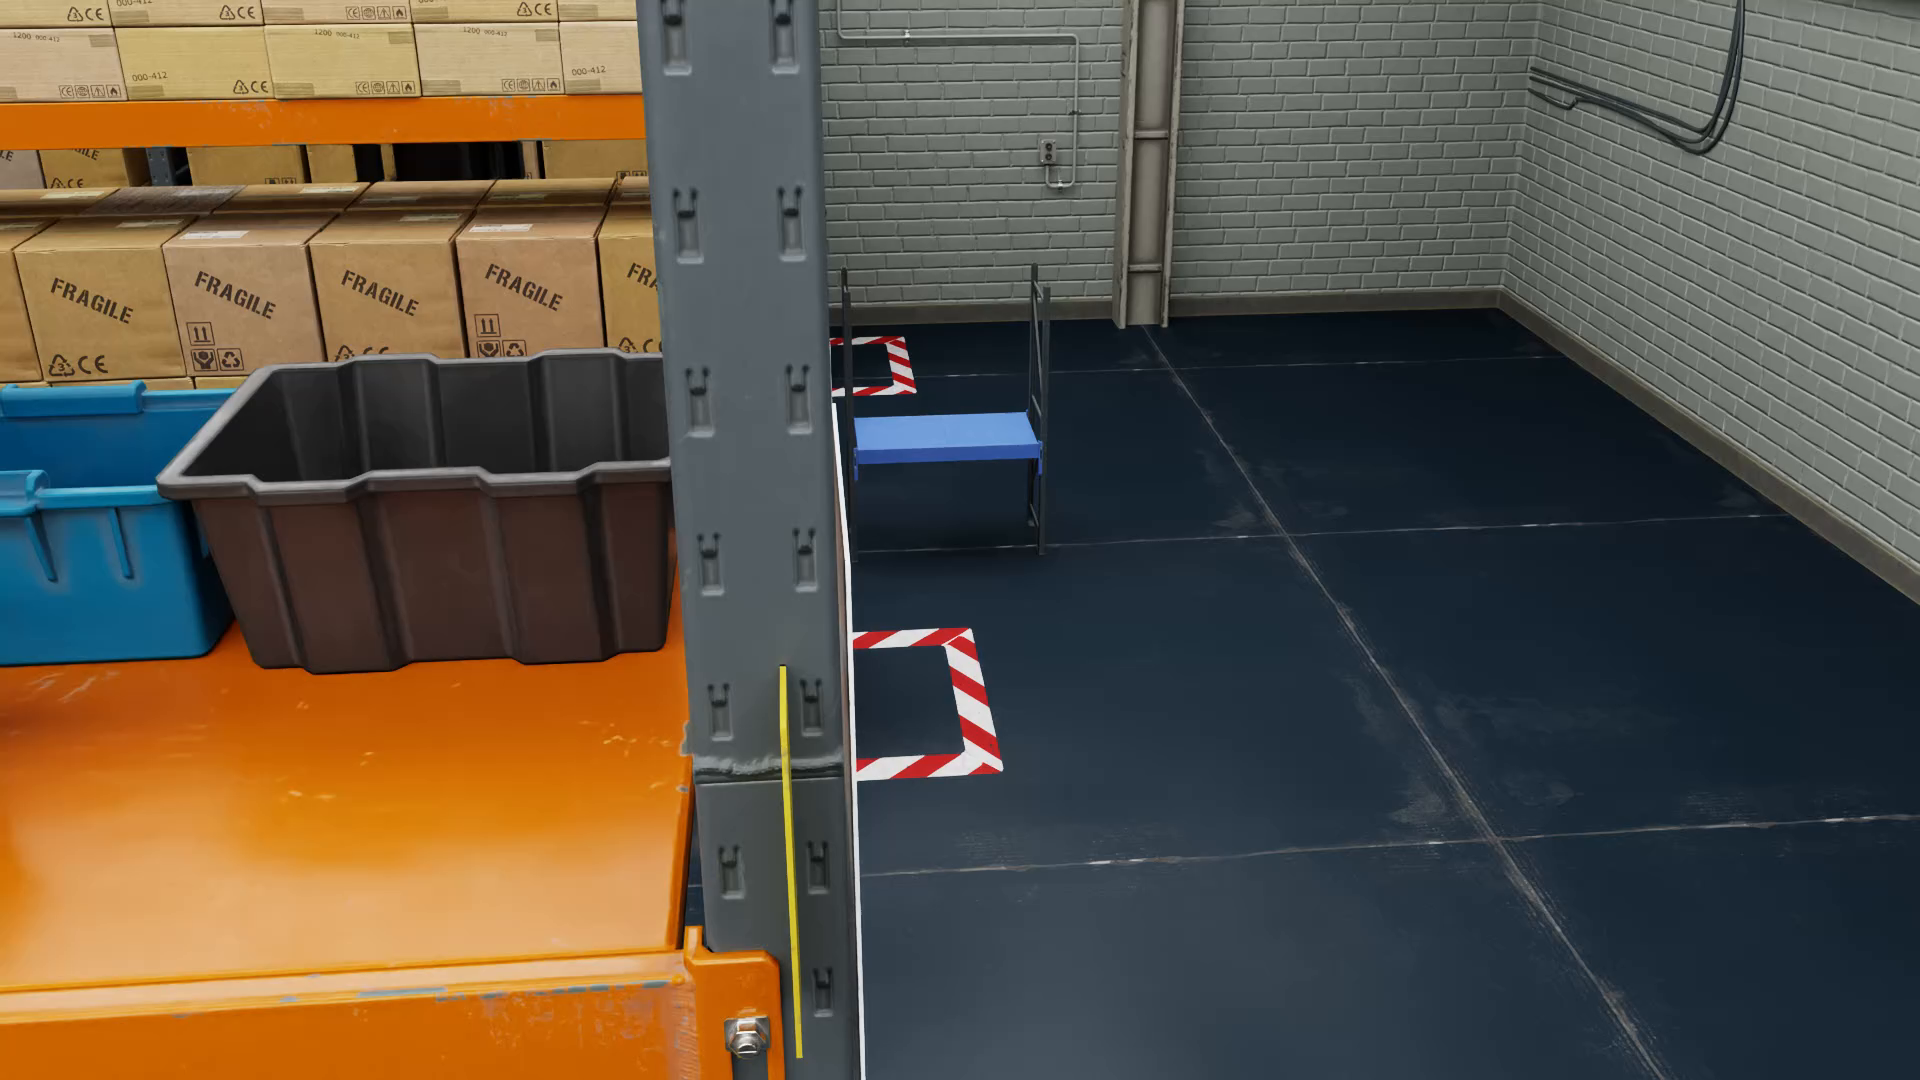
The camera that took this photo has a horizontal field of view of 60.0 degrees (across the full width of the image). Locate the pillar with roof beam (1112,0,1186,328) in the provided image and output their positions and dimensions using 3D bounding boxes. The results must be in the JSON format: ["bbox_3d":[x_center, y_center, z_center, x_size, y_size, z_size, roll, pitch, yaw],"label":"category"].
[{"bbox_3d":[1.841,-4.091,7.375,0.400,9.000,9.100,-2,24,-5],"label":"pillar with roof beam"}]

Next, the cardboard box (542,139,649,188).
[{"bbox_3d":[-2.414,-2.711,11.288,0.700,0.700,0.980,-2,24,-6],"label":"cardboard box"}]

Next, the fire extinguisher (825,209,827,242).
[{"bbox_3d":[-0.989,-2.246,11.165,0.183,0.674,0.296,-2,24,-5],"label":"fire extinguisher"}]

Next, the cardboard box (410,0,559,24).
[{"bbox_3d":[-1.677,-2.017,5.971,0.500,0.250,0.500,-2,24,-5],"label":"cardboard box"}]

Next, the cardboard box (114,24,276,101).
[{"bbox_3d":[-2.673,-1.751,5.988,0.500,0.250,0.500,-2,24,-5],"label":"cardboard box"}]

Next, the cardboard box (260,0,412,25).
[{"bbox_3d":[-2.175,-1.999,5.930,0.500,0.250,0.500,-2,24,-5],"label":"cardboard box"}]

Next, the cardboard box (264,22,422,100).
[{"bbox_3d":[-2.174,-1.765,6.018,0.500,0.250,0.500,-2,24,-5],"label":"cardboard box"}]

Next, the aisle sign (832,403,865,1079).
[{"bbox_3d":[-0.110,0.300,1.682,0.004,0.787,0.394,-2,24,-5],"label":"aisle sign"}]

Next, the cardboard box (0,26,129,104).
[{"bbox_3d":[-3.170,-1.730,5.940,0.500,0.250,0.500,-2,24,-5],"label":"cardboard box"}]

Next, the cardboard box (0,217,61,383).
[{"bbox_3d":[-3.664,-0.899,6.225,0.500,0.500,0.500,-3,24,-7],"label":"cardboard box"}]

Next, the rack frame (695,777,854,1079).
[{"bbox_3d":[-0.210,1.372,2.470,0.127,3.000,1.000,-2,24,-5],"label":"rack frame"}]

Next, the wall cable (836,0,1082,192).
[{"bbox_3d":[-0.003,-3.530,12.248,1.851,1.984,0.084,-2,24,-5],"label":"wall cable"}]

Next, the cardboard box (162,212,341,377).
[{"bbox_3d":[-2.639,-0.940,6.318,0.500,0.500,0.500,-2,24,-4],"label":"cardboard box"}]

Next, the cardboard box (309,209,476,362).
[{"bbox_3d":[-2.128,-0.961,6.364,0.500,0.500,0.500,-2,24,-4],"label":"cardboard box"}]

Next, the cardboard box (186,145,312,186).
[{"bbox_3d":[-4.623,-2.625,11.093,0.700,0.700,0.980,-2,24,-4],"label":"cardboard box"}]

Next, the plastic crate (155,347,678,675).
[{"bbox_3d":[-0.621,-0.036,2.106,0.590,0.269,0.497,-2,24,-5],"label":"plastic crate"}]

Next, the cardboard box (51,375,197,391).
[{"bbox_3d":[-3.133,-0.467,6.485,0.500,0.500,0.500,-2,24,-5],"label":"cardboard box"}]

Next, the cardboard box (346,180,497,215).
[{"bbox_3d":[-2.179,-1.180,6.857,0.500,0.500,0.500,-2,24,-4],"label":"cardboard box"}]

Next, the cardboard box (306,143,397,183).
[{"bbox_3d":[-3.896,-2.652,11.154,0.700,0.700,0.980,-3,24,-6],"label":"cardboard box"}]

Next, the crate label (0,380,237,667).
[{"bbox_3d":[-1.160,-0.024,2.102,0.502,0.251,0.408,-2,24,-5],"label":"crate label"}]

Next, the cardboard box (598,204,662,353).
[{"bbox_3d":[-1.109,-1.004,6.461,0.500,0.500,0.500,-3,24,-6],"label":"cardboard box"}]

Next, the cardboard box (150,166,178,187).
[{"bbox_3d":[-5.518,-2.434,11.317,0.250,0.149,0.380,-3,24,-7],"label":"cardboard box"}]

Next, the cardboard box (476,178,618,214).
[{"bbox_3d":[-1.681,-1.198,6.898,0.500,0.500,0.500,-2,24,-5],"label":"cardboard box"}]

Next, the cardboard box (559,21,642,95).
[{"bbox_3d":[-1.179,-1.805,6.110,0.500,0.250,0.500,-2,24,-5],"label":"cardboard box"}]

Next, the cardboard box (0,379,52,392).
[{"bbox_3d":[-3.631,-0.448,6.442,0.500,0.500,0.500,-2,24,-4],"label":"cardboard box"}]

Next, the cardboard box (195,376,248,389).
[{"bbox_3d":[-2.627,-0.488,6.532,0.500,0.500,0.500,-3,24,-6],"label":"cardboard box"}]

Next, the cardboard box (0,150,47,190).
[{"bbox_3d":[-6.106,-2.519,10.710,0.500,0.500,0.500,-2,24,-5],"label":"cardboard box"}]

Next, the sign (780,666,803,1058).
[{"bbox_3d":[-0.140,0.271,1.383,0.005,0.325,0.100,-2,24,-5],"label":"sign"}]

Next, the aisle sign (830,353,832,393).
[{"bbox_3d":[-0.168,0.061,2.219,0.004,0.787,0.394,-2,24,-5],"label":"aisle sign"}]

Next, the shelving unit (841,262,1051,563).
[{"bbox_3d":[-0.085,-0.682,8.938,1.048,1.500,0.538,-2,24,-5],"label":"shelving unit"}]

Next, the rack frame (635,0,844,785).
[{"bbox_3d":[-0.210,-1.369,1.252,0.127,3.000,1.000,-2,24,-5],"label":"rack frame"}]

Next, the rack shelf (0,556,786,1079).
[{"bbox_3d":[-2.201,0.410,1.827,4.000,0.370,1.077,-2,24,-5],"label":"rack shelf"}]

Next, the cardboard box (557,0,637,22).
[{"bbox_3d":[-1.180,-2.037,6.017,0.500,0.250,0.500,-2,24,-5],"label":"cardboard box"}]

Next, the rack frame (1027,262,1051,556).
[{"bbox_3d":[0.421,-0.702,8.983,0.032,1.500,0.500,-2,24,-5],"label":"rack frame"}]

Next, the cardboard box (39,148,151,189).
[{"bbox_3d":[-5.599,-2.543,10.765,0.500,0.500,0.500,-3,24,-6],"label":"cardboard box"}]

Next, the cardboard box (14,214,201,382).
[{"bbox_3d":[-3.153,-0.919,6.271,0.500,0.500,0.500,-3,24,-7],"label":"cardboard box"}]

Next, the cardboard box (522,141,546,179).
[{"bbox_3d":[-3.173,-2.685,11.228,0.700,0.700,0.980,-3,24,-8],"label":"cardboard box"}]

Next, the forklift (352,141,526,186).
[{"bbox_3d":[-3.132,-1.494,9.002,3.031,2.935,1.130,3,24,6],"label":"forklift"}]

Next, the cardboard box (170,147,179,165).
[{"bbox_3d":[-5.647,-2.747,11.223,0.500,0.500,0.500,-3,24,-7],"label":"cardboard box"}]

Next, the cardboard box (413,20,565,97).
[{"bbox_3d":[-1.678,-1.790,6.075,0.500,0.250,0.500,-2,24,-5],"label":"cardboard box"}]

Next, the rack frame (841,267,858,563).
[{"bbox_3d":[-0.591,-0.662,8.892,0.032,1.500,0.500,-2,24,-5],"label":"rack frame"}]

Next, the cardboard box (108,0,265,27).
[{"bbox_3d":[-2.672,-1.976,5.879,0.500,0.250,0.500,-2,24,-5],"label":"cardboard box"}]

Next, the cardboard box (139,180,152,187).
[{"bbox_3d":[-5.473,-2.239,10.879,0.250,0.149,0.380,-2,24,-5],"label":"cardboard box"}]

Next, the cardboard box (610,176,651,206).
[{"bbox_3d":[-1.161,-1.222,6.951,0.500,0.500,0.500,-2,24,-4],"label":"cardboard box"}]

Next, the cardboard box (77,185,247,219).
[{"bbox_3d":[-3.185,-1.140,6.767,0.500,0.500,0.500,-2,24,-5],"label":"cardboard box"}]

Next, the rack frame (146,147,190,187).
[{"bbox_3d":[-5.165,-2.473,11.120,0.127,3.000,1.000,-2,24,-5],"label":"rack frame"}]

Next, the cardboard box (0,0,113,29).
[{"bbox_3d":[-3.170,-1.956,5.834,0.500,0.250,0.500,-2,24,-5],"label":"cardboard box"}]

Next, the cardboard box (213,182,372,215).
[{"bbox_3d":[-2.684,-1.159,6.811,0.500,0.500,0.500,-3,24,-6],"label":"cardboard box"}]

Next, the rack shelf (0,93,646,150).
[{"bbox_3d":[-2.684,-1.592,6.332,4.000,0.370,1.077,-2,24,-5],"label":"rack shelf"}]

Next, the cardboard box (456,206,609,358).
[{"bbox_3d":[-1.612,-0.983,6.415,0.500,0.500,0.500,-2,24,-4],"label":"cardboard box"}]

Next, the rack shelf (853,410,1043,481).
[{"bbox_3d":[-0.085,-0.518,9.011,1.000,0.185,0.538,-2,24,-5],"label":"rack shelf"}]

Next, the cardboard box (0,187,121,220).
[{"bbox_3d":[-3.687,-1.120,6.722,0.500,0.500,0.500,-3,24,-6],"label":"cardboard box"}]

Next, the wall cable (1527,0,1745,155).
[{"bbox_3d":[4.480,-4.036,11.074,0.112,2.526,3.097,-2,24,-5],"label":"wall cable"}]
